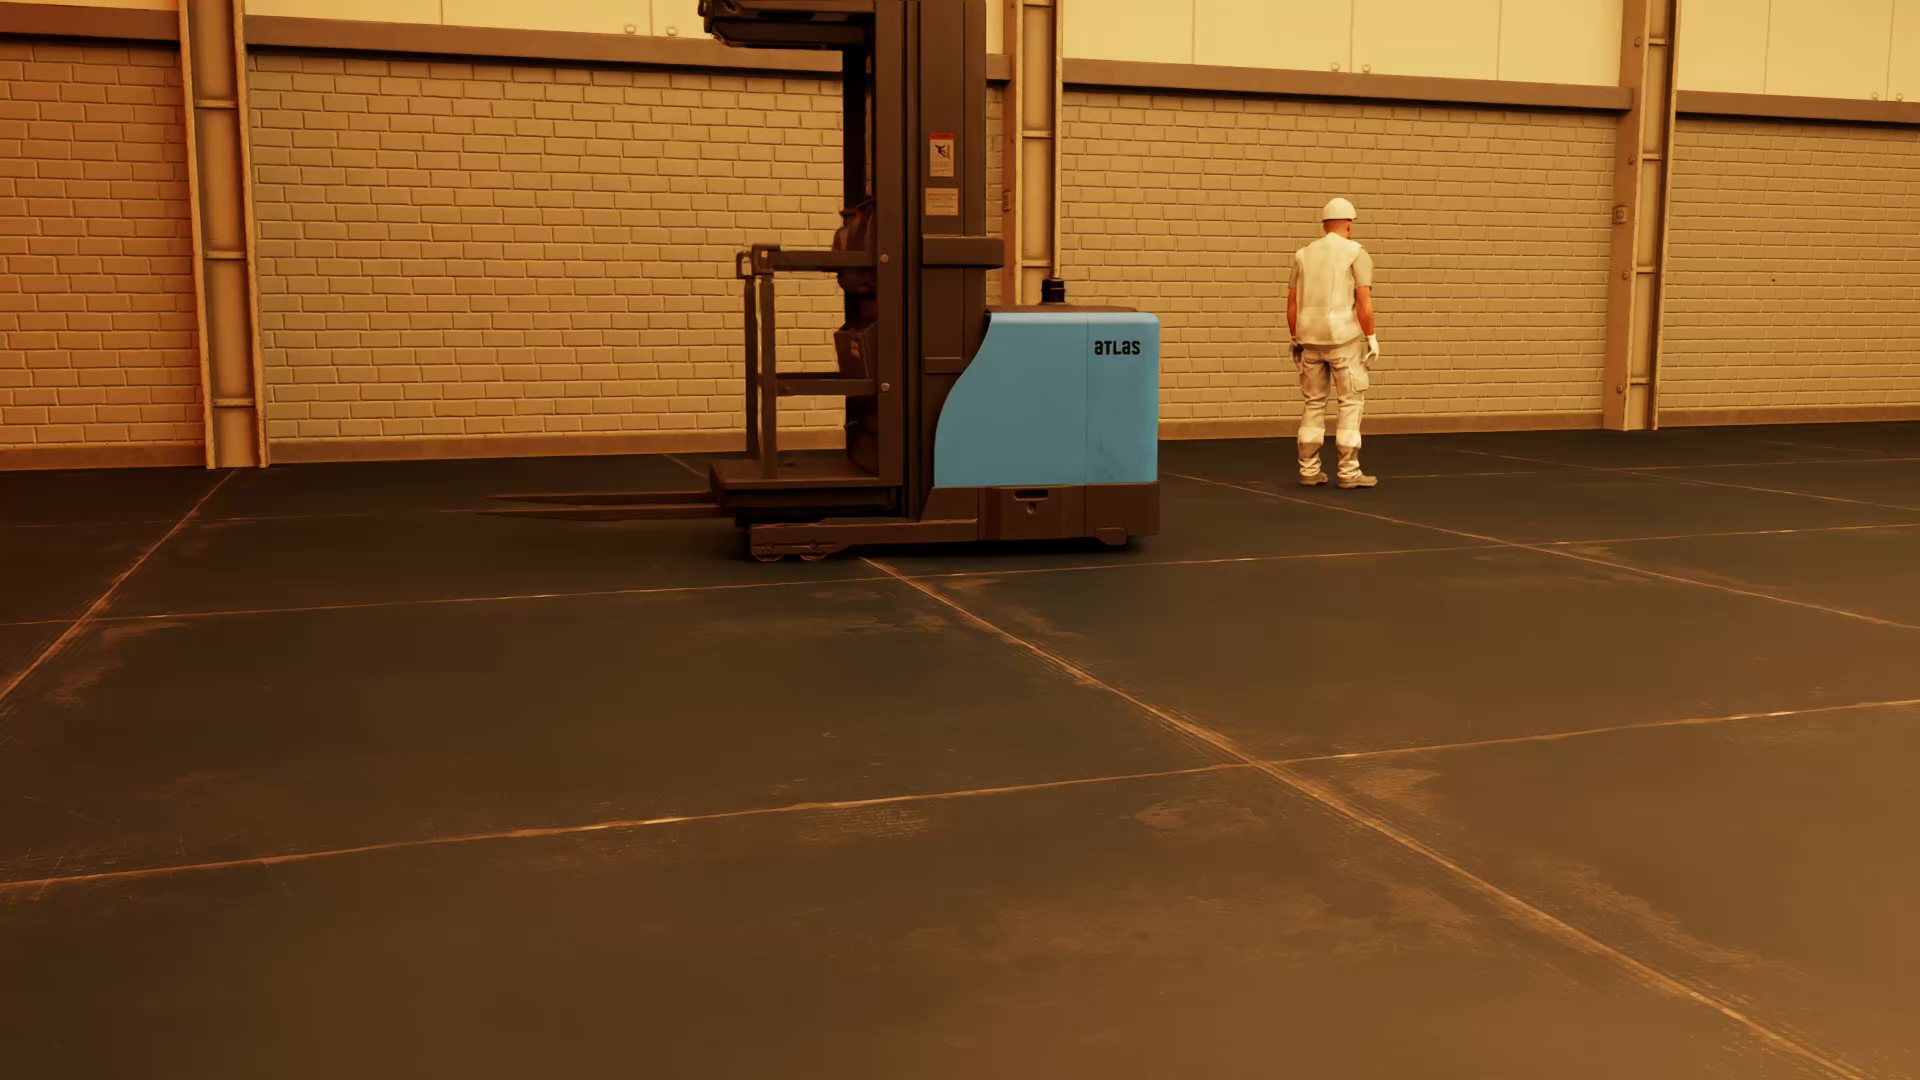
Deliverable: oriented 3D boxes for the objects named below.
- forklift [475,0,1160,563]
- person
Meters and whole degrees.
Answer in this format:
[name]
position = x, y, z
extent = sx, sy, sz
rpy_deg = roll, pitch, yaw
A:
[forklift]
position = -0.658, -1.431, 7.569
extent = 3.031, 2.935, 1.130
rpy_deg = -2, 8, -11
[person]
position = 2.315, -1.220, 10.312
extent = 0.607, 1.777, 0.453
rpy_deg = 7, 10, 42
